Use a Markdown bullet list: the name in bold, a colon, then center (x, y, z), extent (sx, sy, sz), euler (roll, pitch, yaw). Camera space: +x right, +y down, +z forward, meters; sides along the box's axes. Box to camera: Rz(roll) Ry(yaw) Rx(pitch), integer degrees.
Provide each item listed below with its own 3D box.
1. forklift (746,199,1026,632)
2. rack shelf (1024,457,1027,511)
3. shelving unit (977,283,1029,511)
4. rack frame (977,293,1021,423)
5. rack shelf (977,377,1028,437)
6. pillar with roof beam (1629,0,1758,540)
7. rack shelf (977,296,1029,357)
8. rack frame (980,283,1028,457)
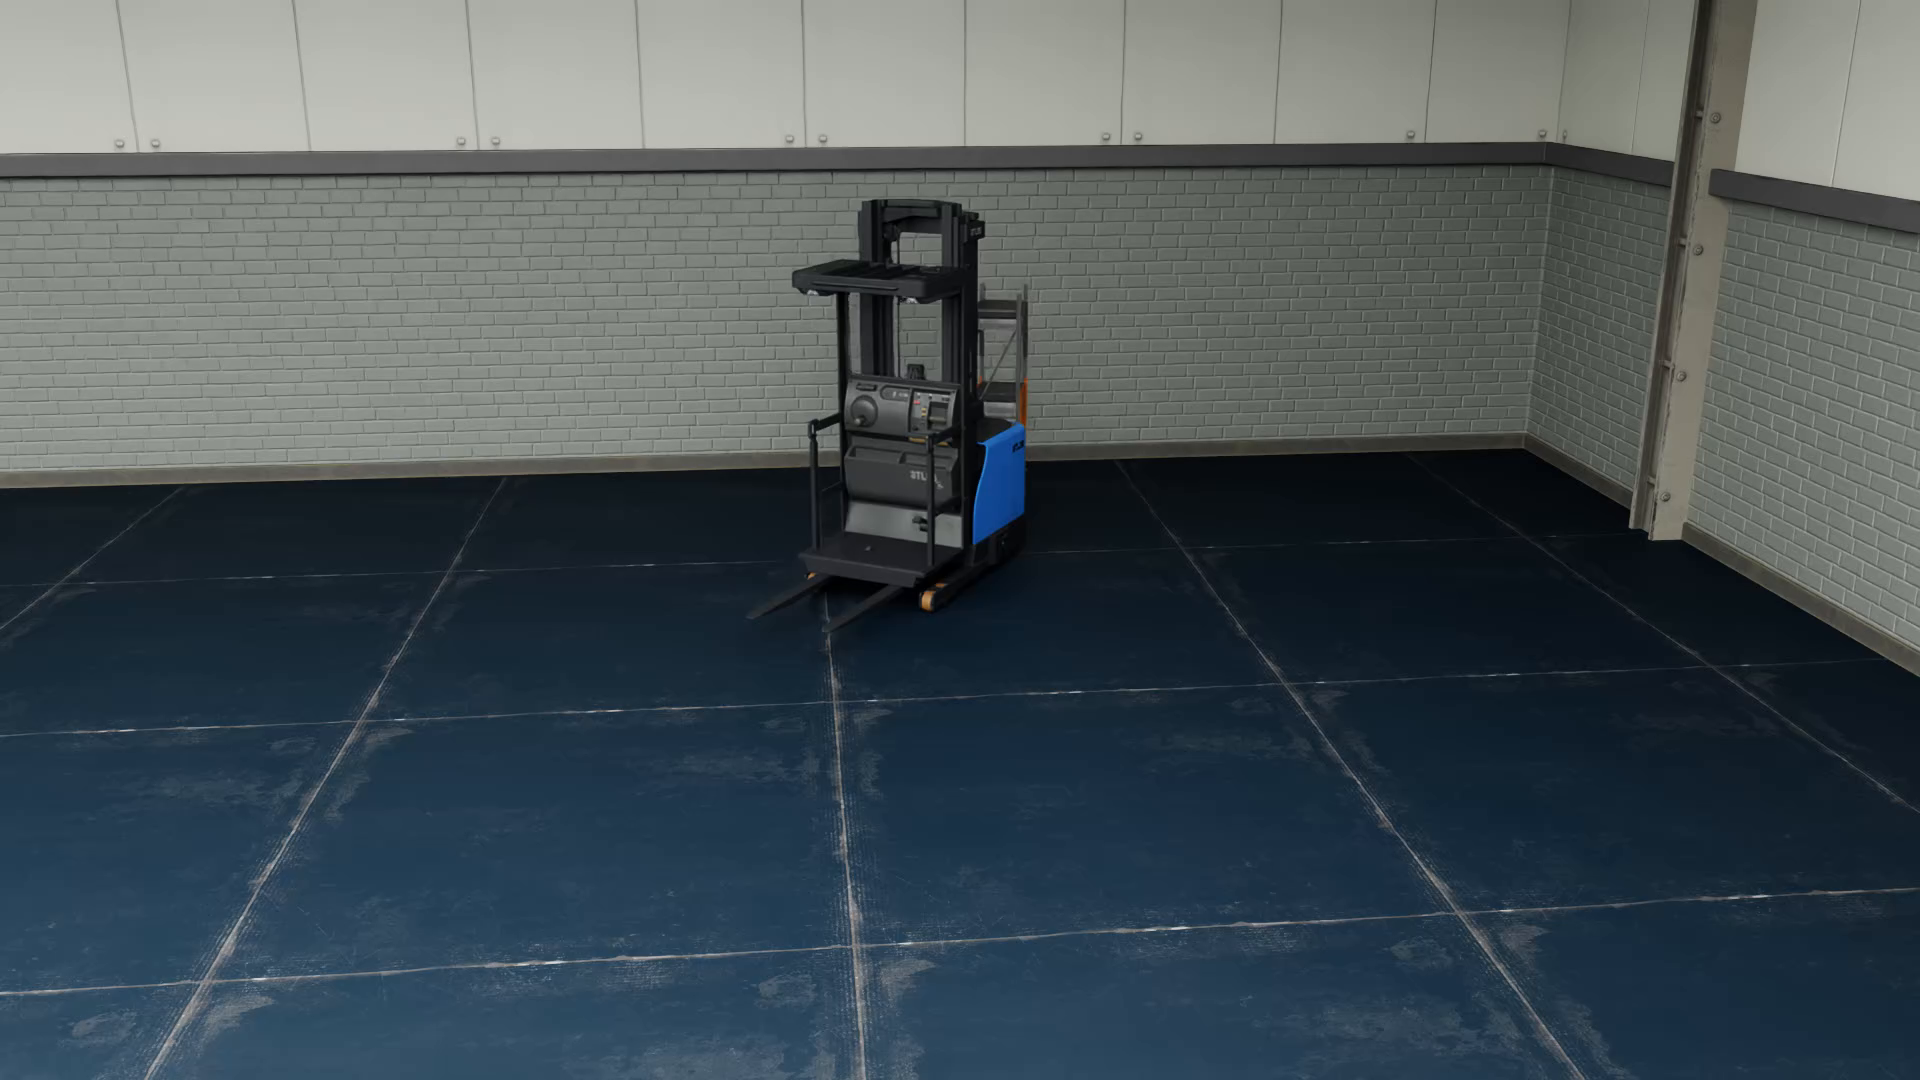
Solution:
- **forklift**: center (-0.545, -1.007, 12.492), extent (1.130, 2.935, 3.031), euler (8, 19, 25)
- **rack shelf**: center (0.338, -0.413, 14.369), extent (0.431, 0.518, 0.480), euler (3, 18, 8)
- **shelving unit**: center (0.338, -1.094, 14.155), extent (0.431, 2.100, 0.503), euler (3, 18, 8)
- **rack frame**: center (0.303, -1.021, 13.925), extent (0.400, 2.100, 0.015), euler (3, 18, 8)
- **rack shelf**: center (0.338, -1.081, 14.159), extent (0.431, 0.518, 0.480), euler (3, 18, 8)
- **pillar with roof beam**: center (1.736, -4.222, 12.601), extent (9.100, 9.000, 0.400), euler (-2, 18, -6)
- **rack shelf**: center (0.338, -1.749, 13.950), extent (0.431, 0.518, 0.480), euler (3, 18, 8)
- **rack frame**: center (0.374, -1.166, 14.385), extent (0.400, 2.100, 0.015), euler (3, 18, 8)
